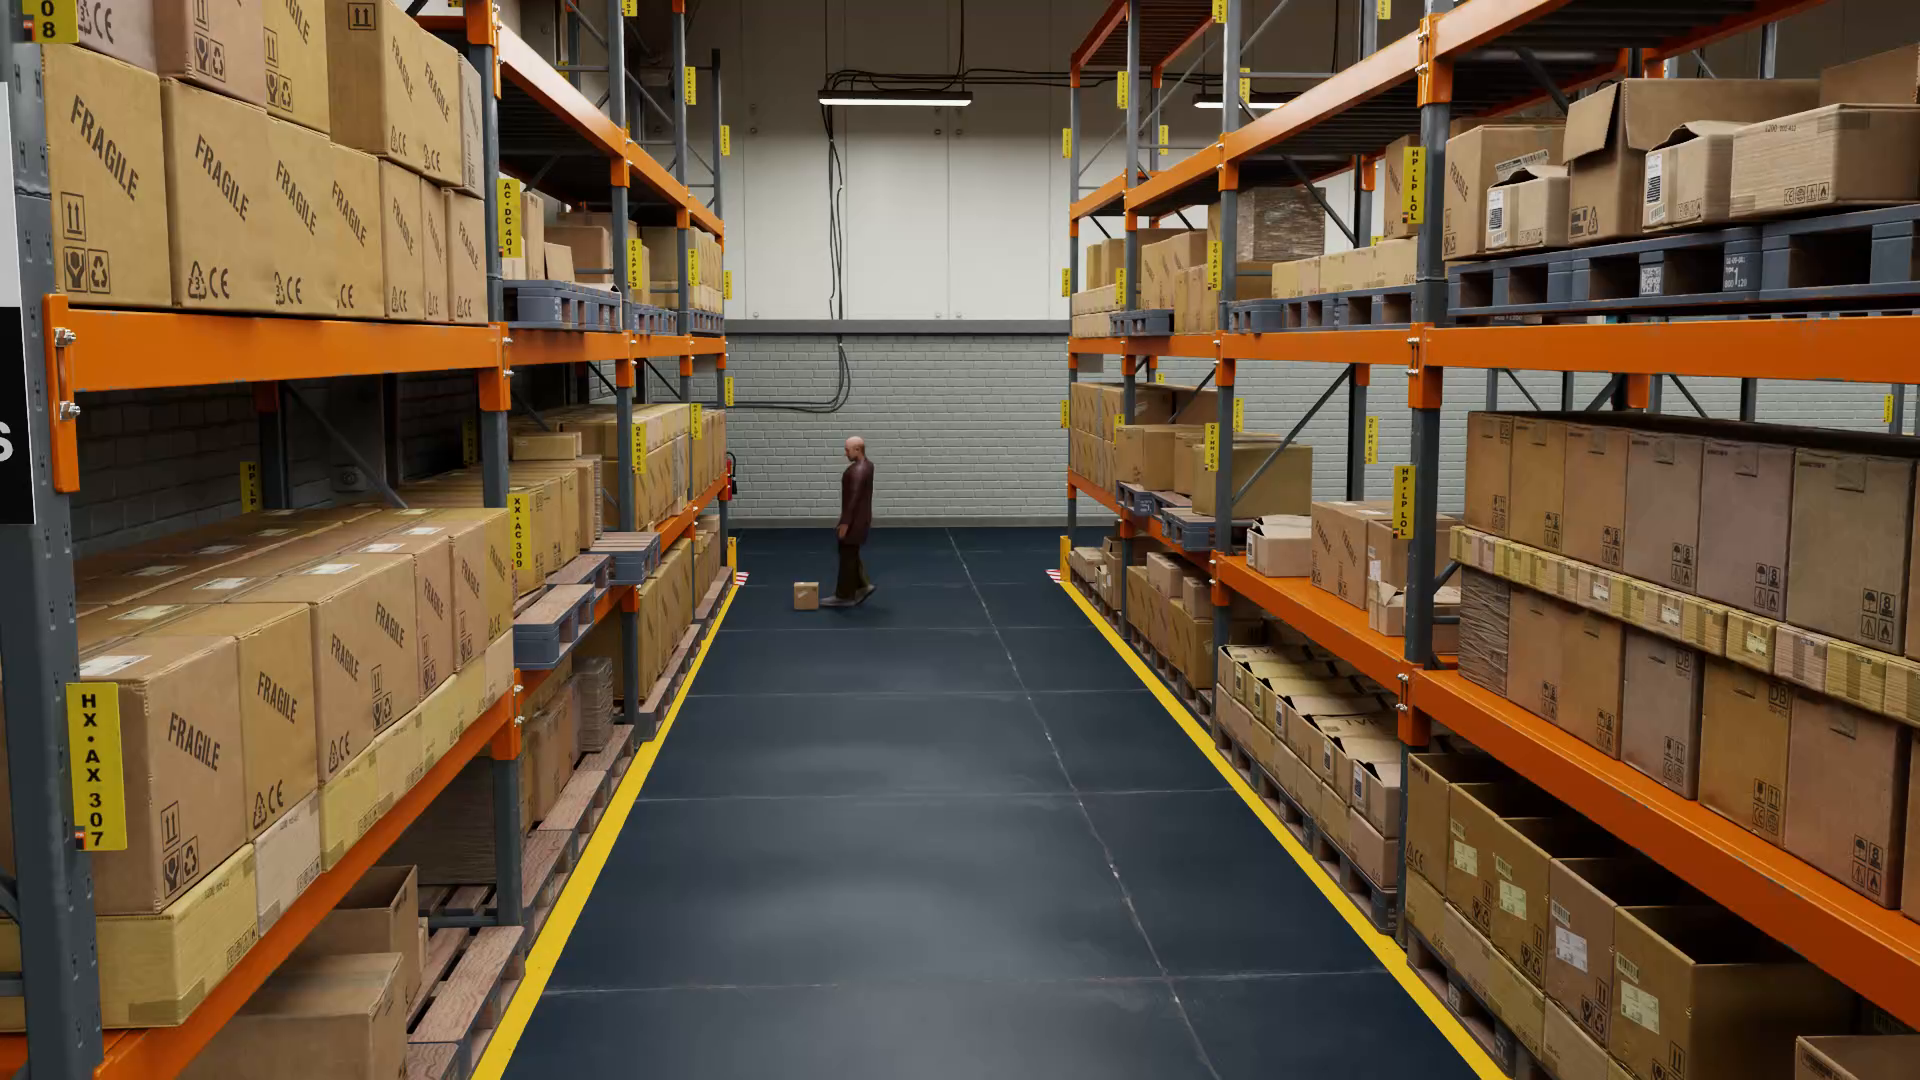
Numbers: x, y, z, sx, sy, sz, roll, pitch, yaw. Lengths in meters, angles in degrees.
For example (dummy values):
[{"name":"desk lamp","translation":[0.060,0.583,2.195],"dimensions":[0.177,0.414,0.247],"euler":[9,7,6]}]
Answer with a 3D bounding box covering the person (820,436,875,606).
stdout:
[{"name":"person","translation":[-1.186,-0.080,17.328],"dimensions":[0.563,1.622,0.629],"euler":[1,7,8]}]
